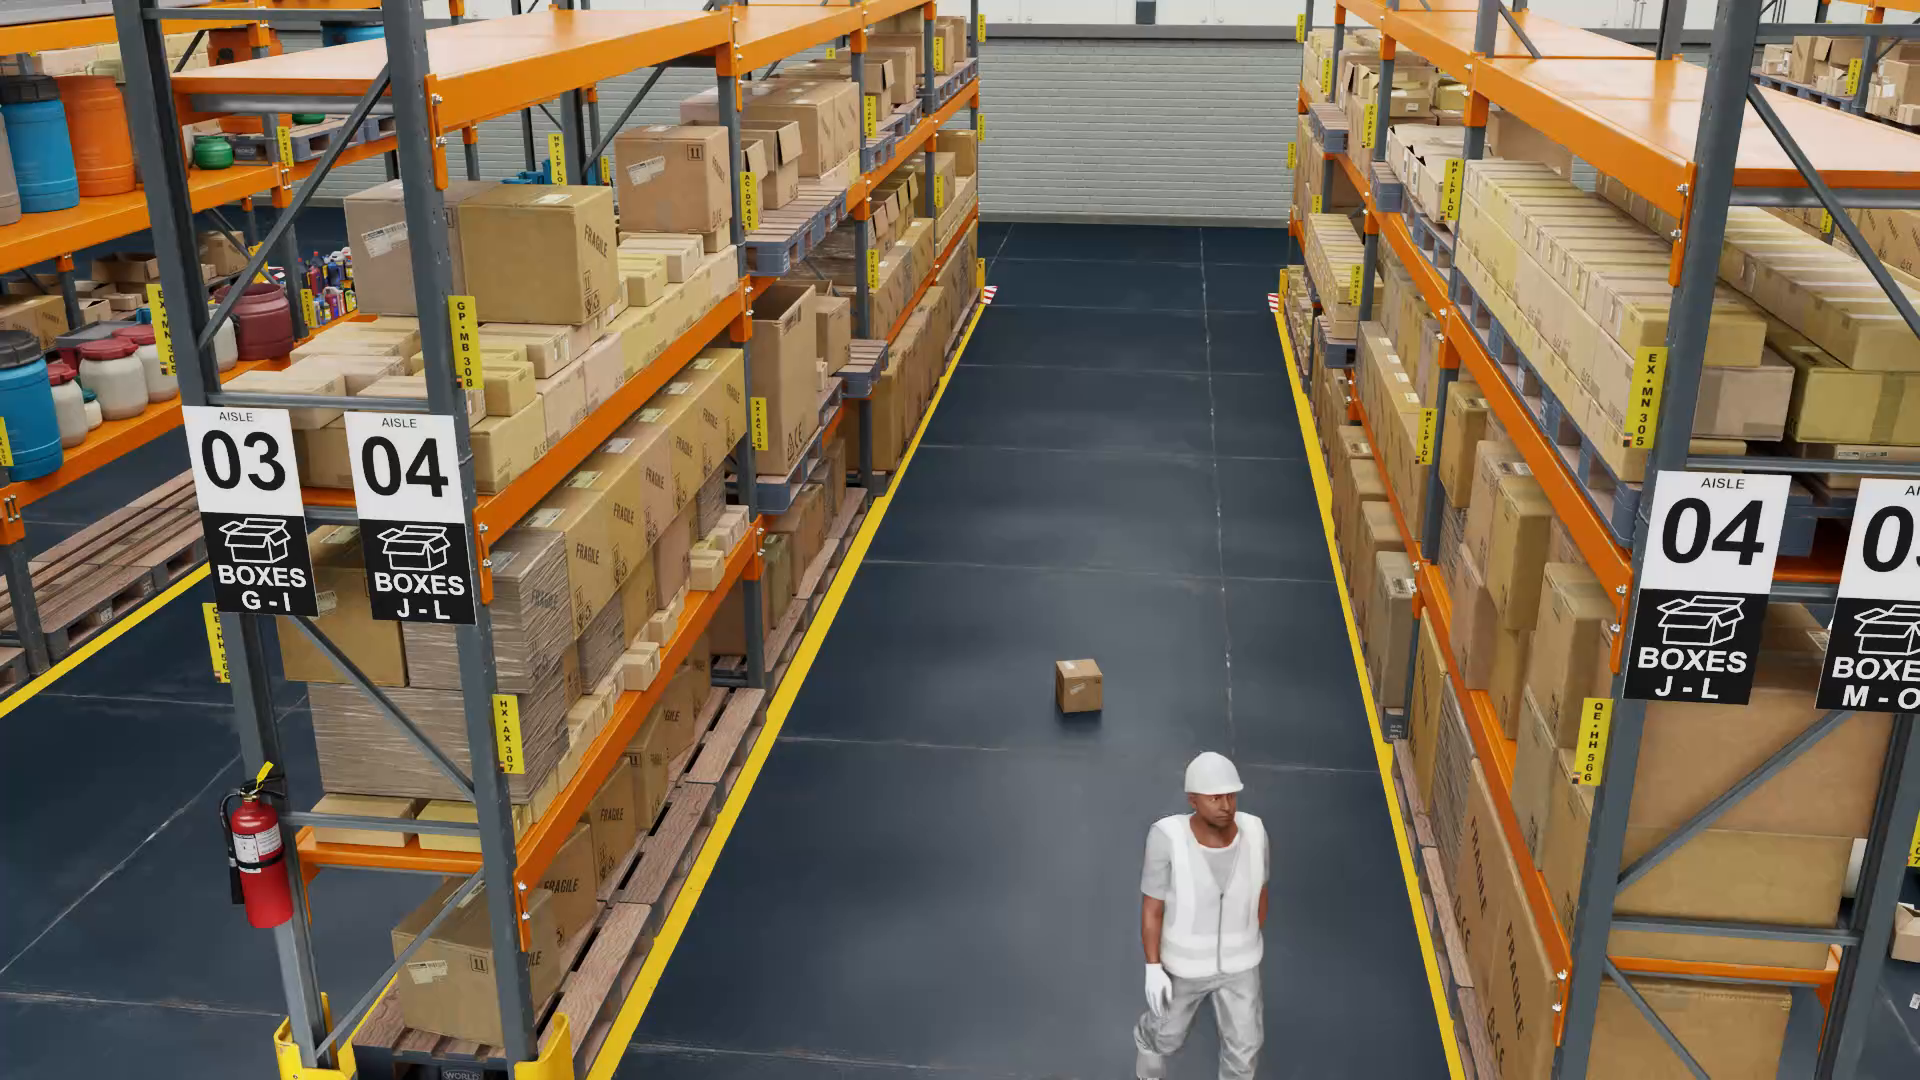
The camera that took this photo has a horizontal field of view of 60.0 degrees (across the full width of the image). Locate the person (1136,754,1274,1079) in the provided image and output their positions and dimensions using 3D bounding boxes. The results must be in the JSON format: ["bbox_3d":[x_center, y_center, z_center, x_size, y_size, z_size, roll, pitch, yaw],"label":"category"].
[{"bbox_3d":[0.991,1.672,6.671,0.549,1.760,0.884,-2,21,-6],"label":"person"}]
